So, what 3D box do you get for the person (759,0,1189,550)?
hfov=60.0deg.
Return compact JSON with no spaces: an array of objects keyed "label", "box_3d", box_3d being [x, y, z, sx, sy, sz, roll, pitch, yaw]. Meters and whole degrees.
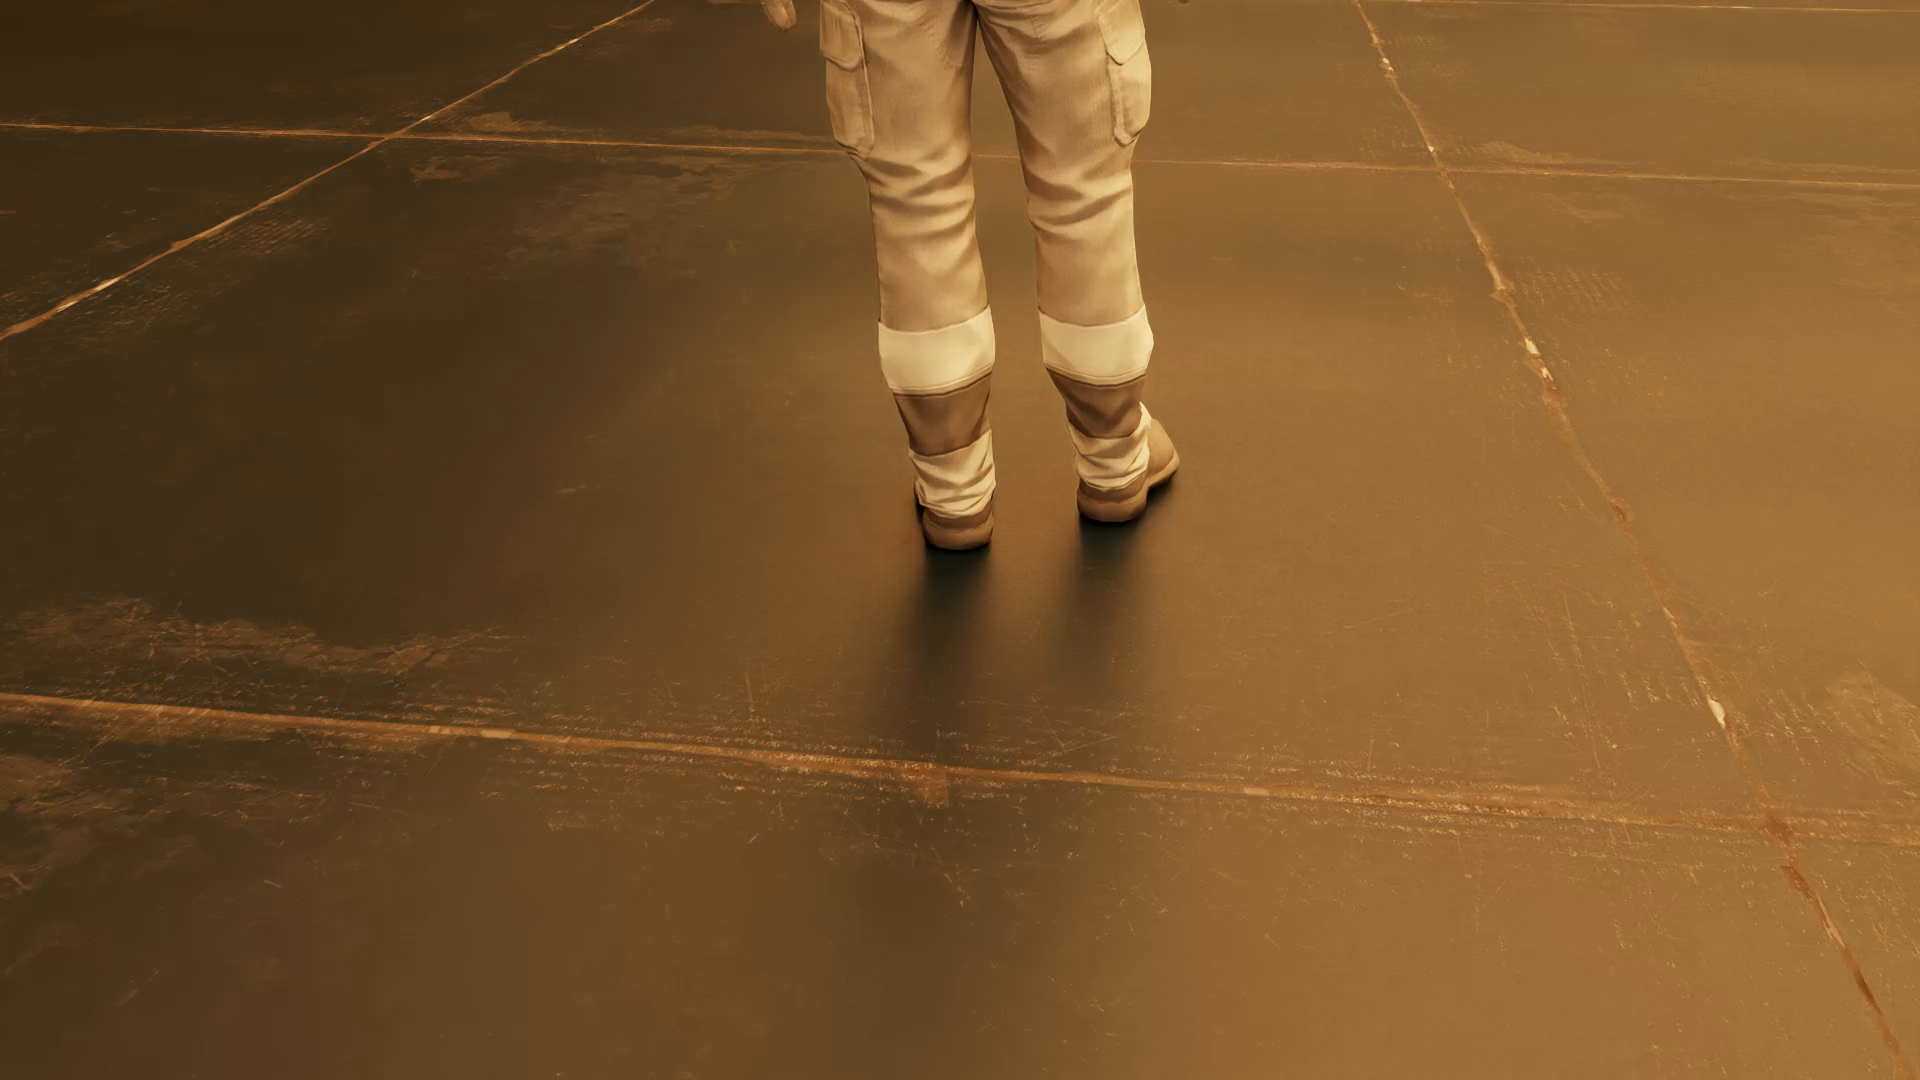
[{"label":"person","box_3d":[0.022,-0.840,2.168,0.638,1.782,0.564,3,27,7]}]
